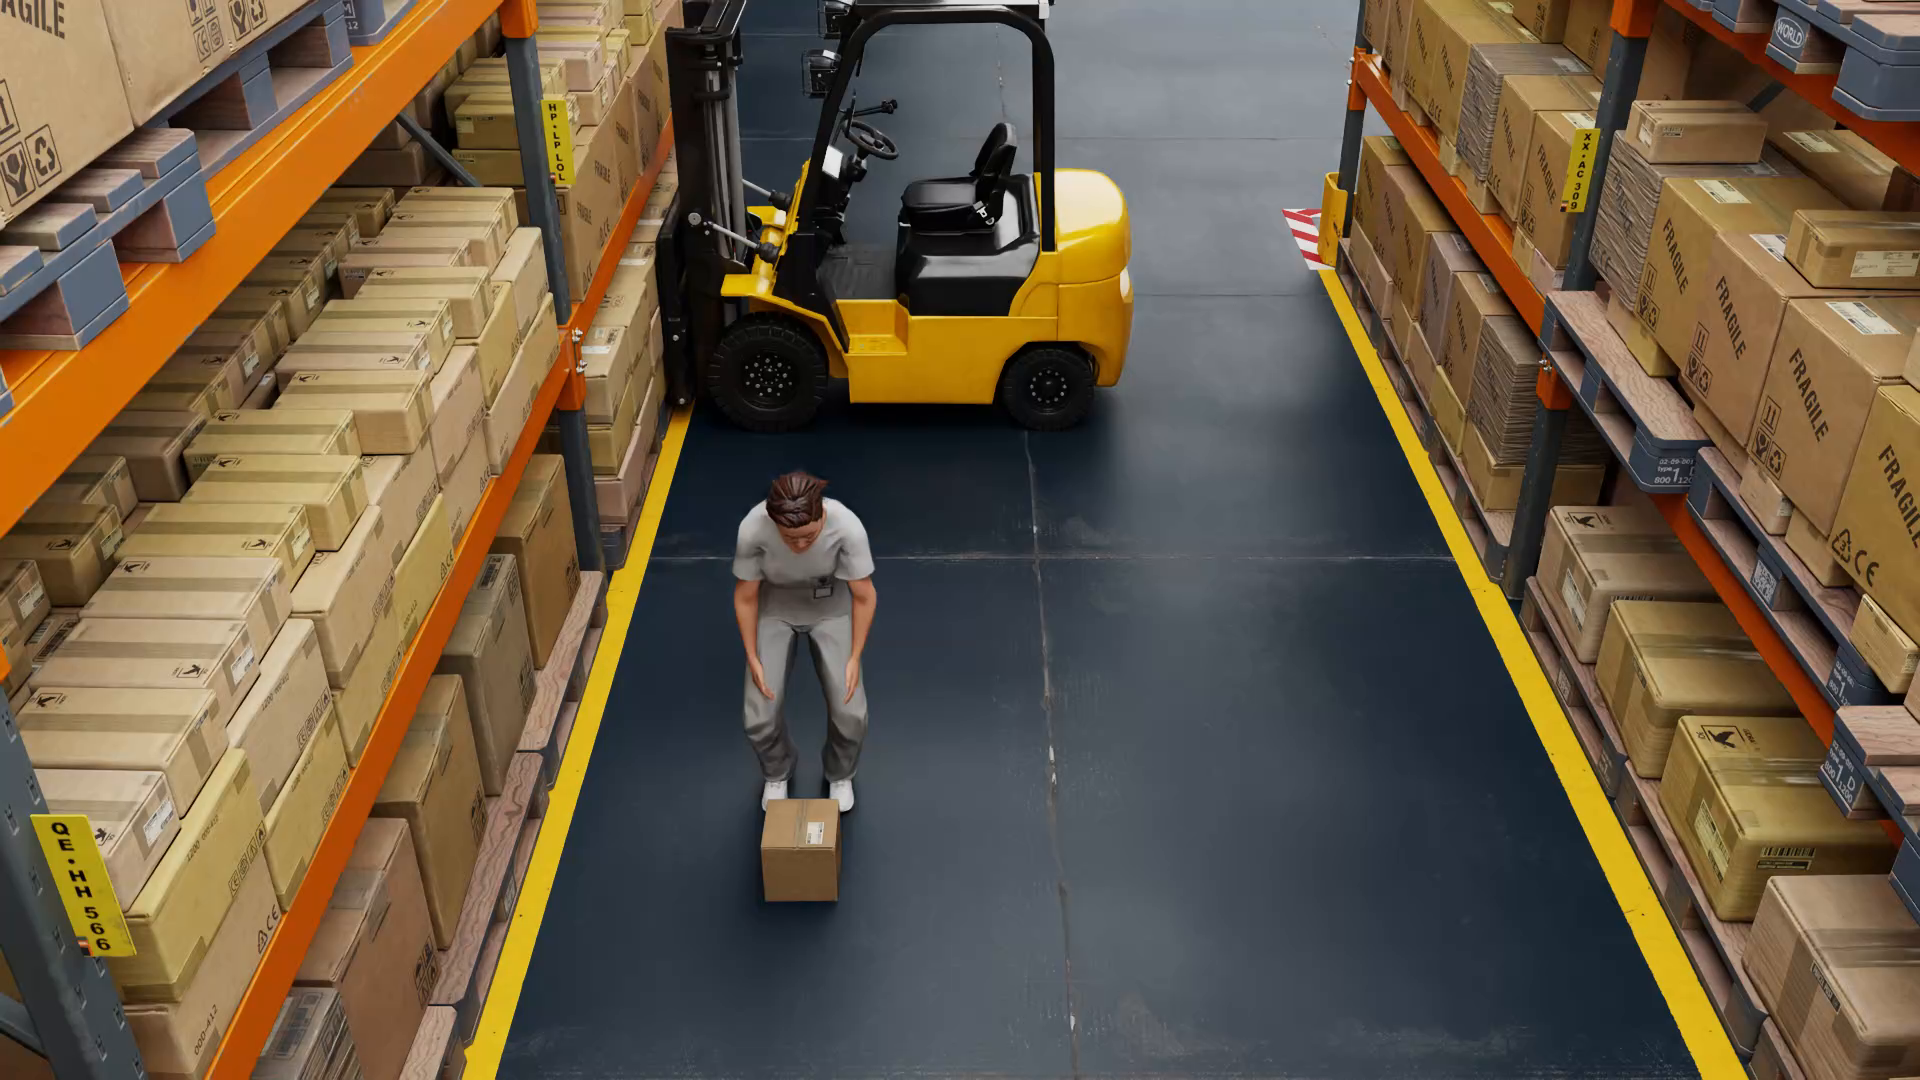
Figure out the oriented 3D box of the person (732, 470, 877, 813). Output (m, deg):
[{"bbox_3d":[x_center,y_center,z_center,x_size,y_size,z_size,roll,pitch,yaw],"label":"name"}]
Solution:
[{"bbox_3d":[-0.527,0.331,5.803,0.488,1.469,0.575,0,32,0],"label":"person"}]
